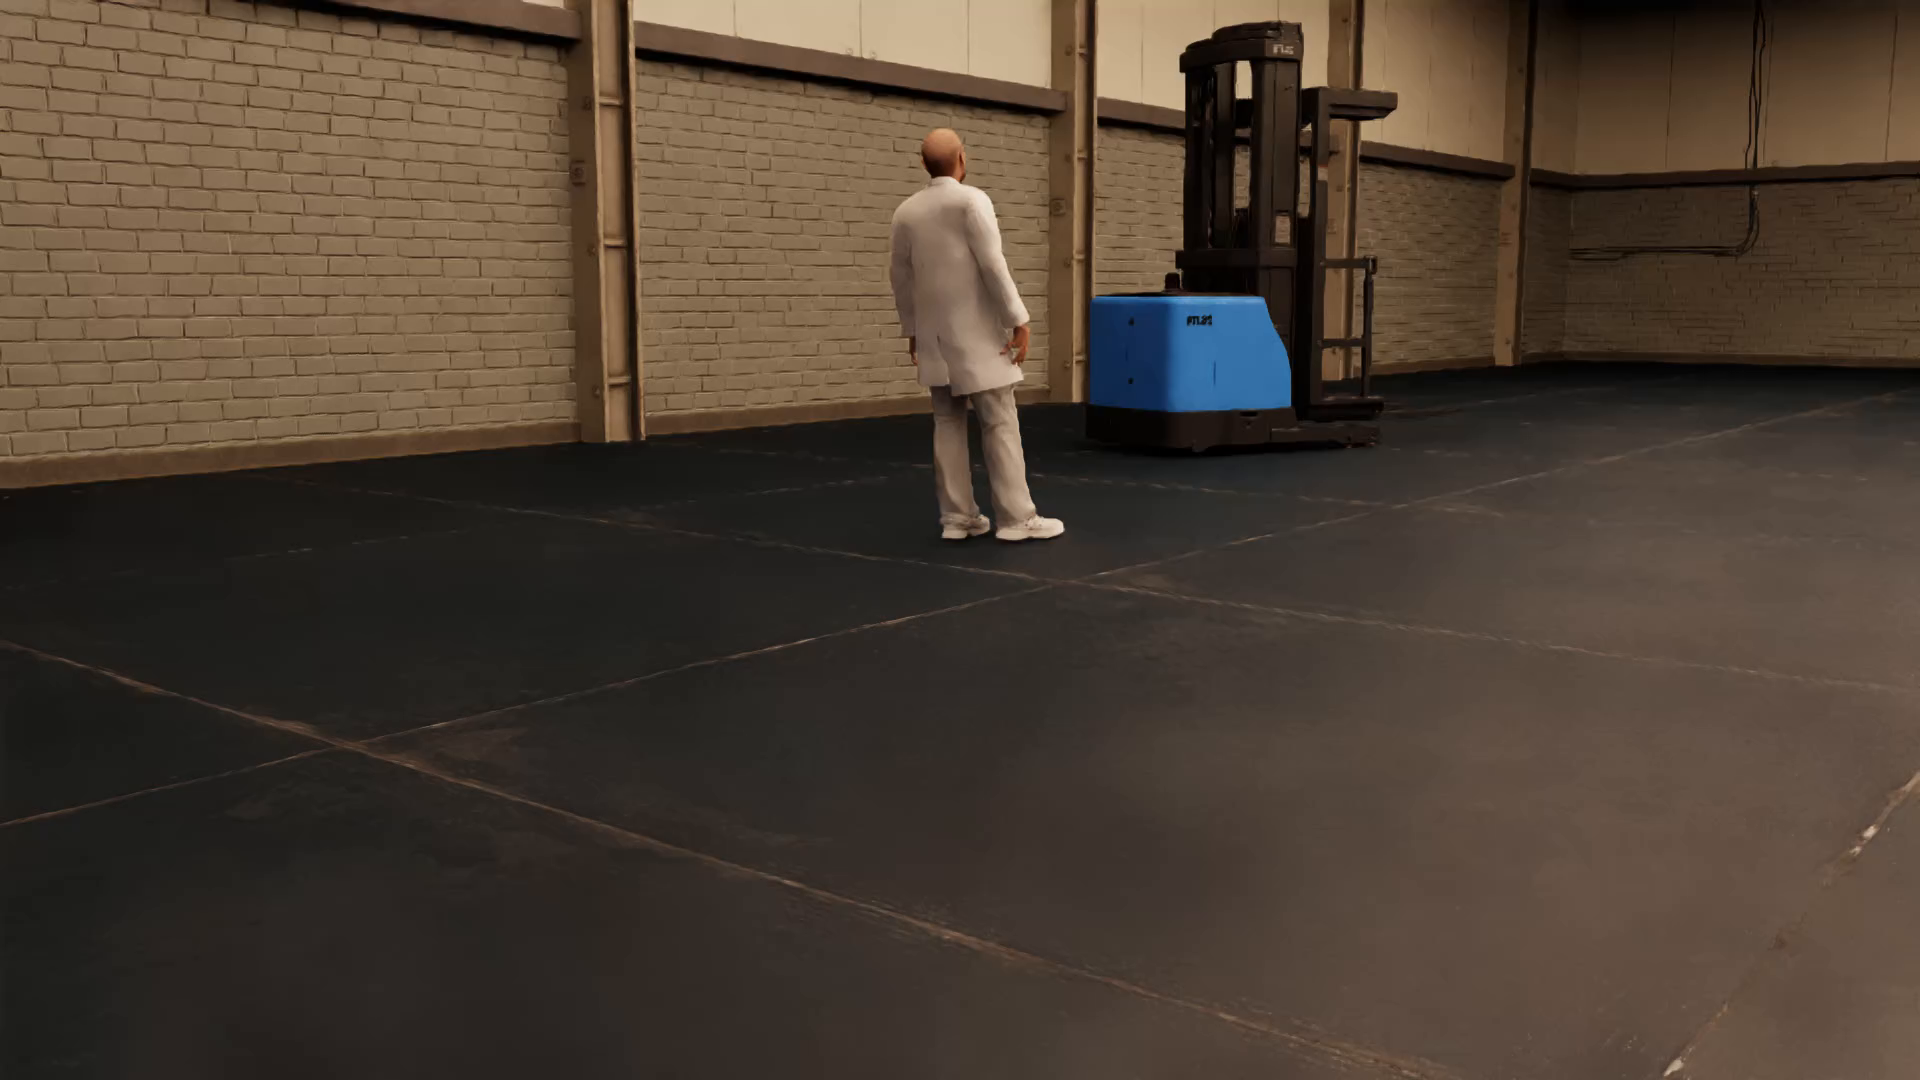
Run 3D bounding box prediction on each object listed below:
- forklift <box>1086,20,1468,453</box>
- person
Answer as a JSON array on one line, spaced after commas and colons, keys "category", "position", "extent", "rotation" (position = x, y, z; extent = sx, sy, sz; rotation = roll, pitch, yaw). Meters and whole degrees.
[{"category": "forklift", "position": [2.433, -2.167, 12.091], "extent": [3.031, 2.935, 1.130], "rotation": [-5, 10, -31]}, {"category": "person", "position": [0.061, -0.897, 7.342], "extent": [0.694, 1.776, 0.579], "rotation": [7, 11, 38]}]
